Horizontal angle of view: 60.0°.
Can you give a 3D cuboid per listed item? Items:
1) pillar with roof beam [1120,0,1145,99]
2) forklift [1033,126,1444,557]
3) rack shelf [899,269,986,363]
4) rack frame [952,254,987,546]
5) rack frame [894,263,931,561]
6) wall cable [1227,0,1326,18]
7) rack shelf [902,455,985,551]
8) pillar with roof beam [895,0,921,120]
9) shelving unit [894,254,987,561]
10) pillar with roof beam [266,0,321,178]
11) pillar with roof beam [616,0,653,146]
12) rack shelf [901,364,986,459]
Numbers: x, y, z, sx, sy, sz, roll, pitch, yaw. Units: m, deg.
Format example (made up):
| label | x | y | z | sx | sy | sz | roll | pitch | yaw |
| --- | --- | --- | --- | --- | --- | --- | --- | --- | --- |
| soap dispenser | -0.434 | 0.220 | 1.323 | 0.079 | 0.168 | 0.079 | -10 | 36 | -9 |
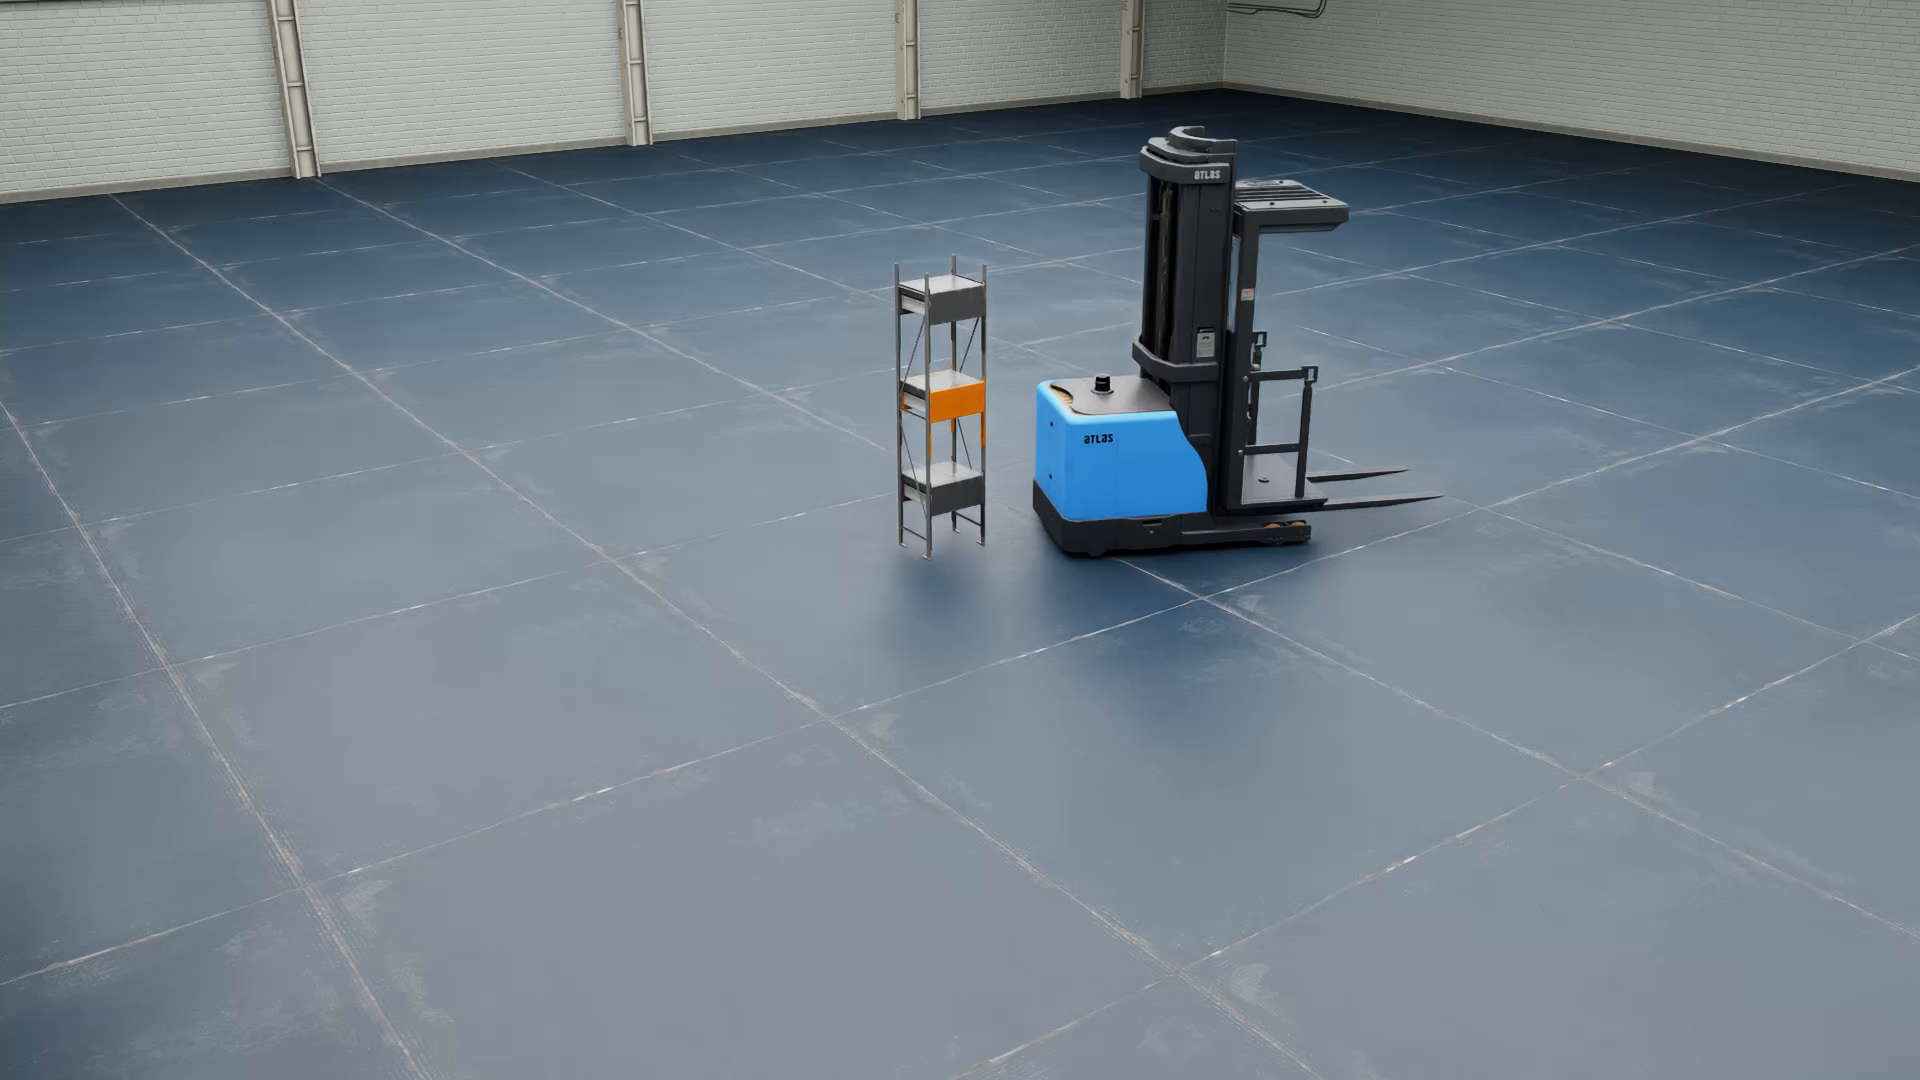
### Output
| label | x | y | z | sx | sy | sz | roll | pitch | yaw |
| --- | --- | --- | --- | --- | --- | --- | --- | --- | --- |
| pillar with roof beam | 6.334 | -12.792 | 32.313 | 0.400 | 9.000 | 9.100 | -15 | 26 | -33 |
| forklift | 2.131 | -1.500 | 12.201 | 3.031 | 2.935 | 1.130 | -4 | 22 | -11 |
| rack shelf | -0.134 | -1.577 | 11.663 | 0.480 | 0.518 | 0.431 | -15 | 26 | -33 |
| rack frame | 0.064 | -0.992 | 12.050 | 0.015 | 2.100 | 0.400 | -15 | 26 | -33 |
| rack frame | -0.332 | -0.887 | 11.785 | 0.015 | 2.100 | 0.400 | -15 | 26 | -33 |
| wall cable | 6.984 | -12.885 | 36.735 | 0.112 | 2.526 | 3.097 | -15 | 26 | -33 |
| rack shelf | -0.134 | -0.277 | 12.182 | 0.480 | 0.518 | 0.431 | -15 | 26 | -33 |
| pillar with roof beam | 1.464 | -11.494 | 29.058 | 0.400 | 9.000 | 9.100 | -15 | 26 | -33 |
| shelving unit | -0.134 | -0.939 | 11.917 | 0.503 | 2.100 | 0.431 | -15 | 26 | -33 |
| pillar with roof beam | -8.277 | -8.896 | 22.549 | 0.400 | 9.000 | 9.100 | -15 | 26 | -33 |
| pillar with roof beam | -3.407 | -10.195 | 25.804 | 0.400 | 9.000 | 9.100 | -15 | 26 | -33 |
| rack shelf | -0.134 | -0.927 | 11.922 | 0.480 | 0.518 | 0.431 | -15 | 26 | -33 |
